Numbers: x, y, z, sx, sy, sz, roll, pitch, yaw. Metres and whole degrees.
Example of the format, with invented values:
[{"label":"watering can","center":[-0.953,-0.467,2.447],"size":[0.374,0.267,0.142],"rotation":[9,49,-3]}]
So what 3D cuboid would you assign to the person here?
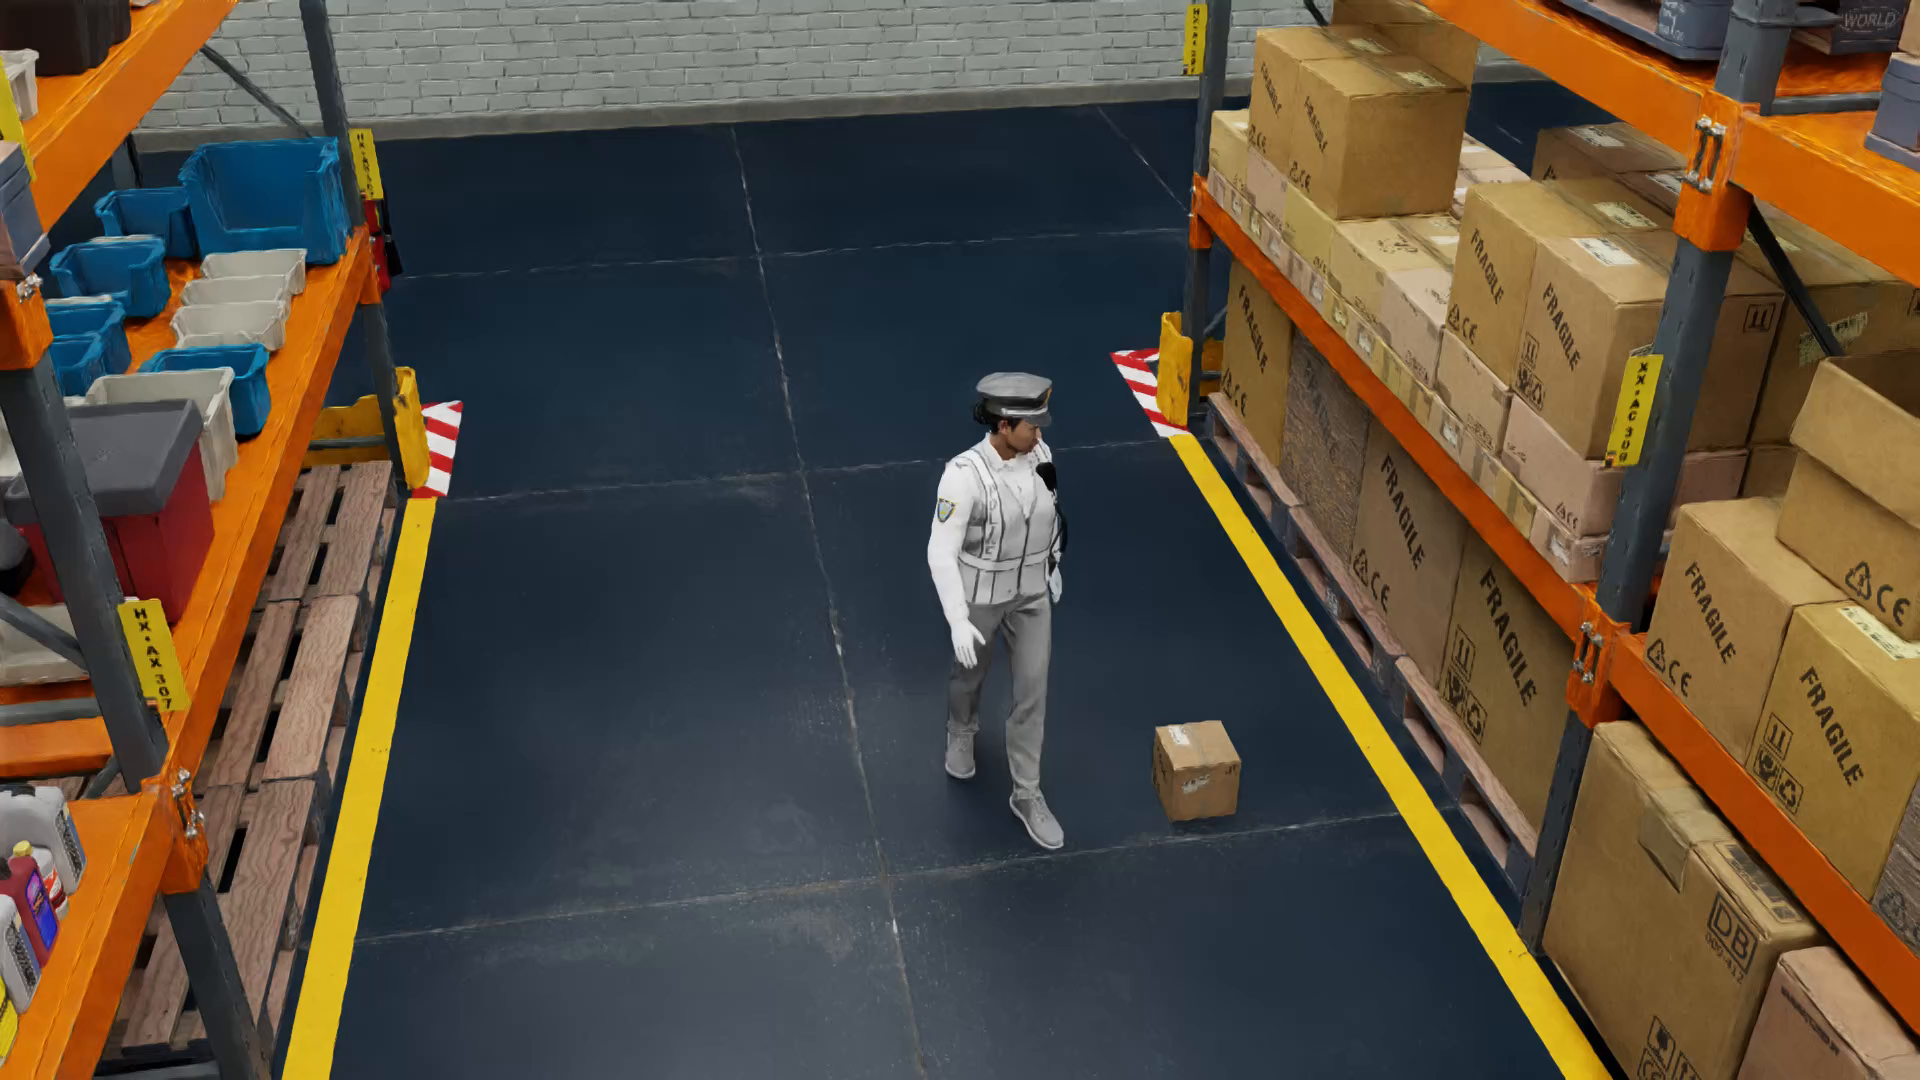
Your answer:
[{"label":"person","center":[0.169,0.230,5.775],"size":[0.604,1.664,0.748],"rotation":[-15,34,-24]}]
